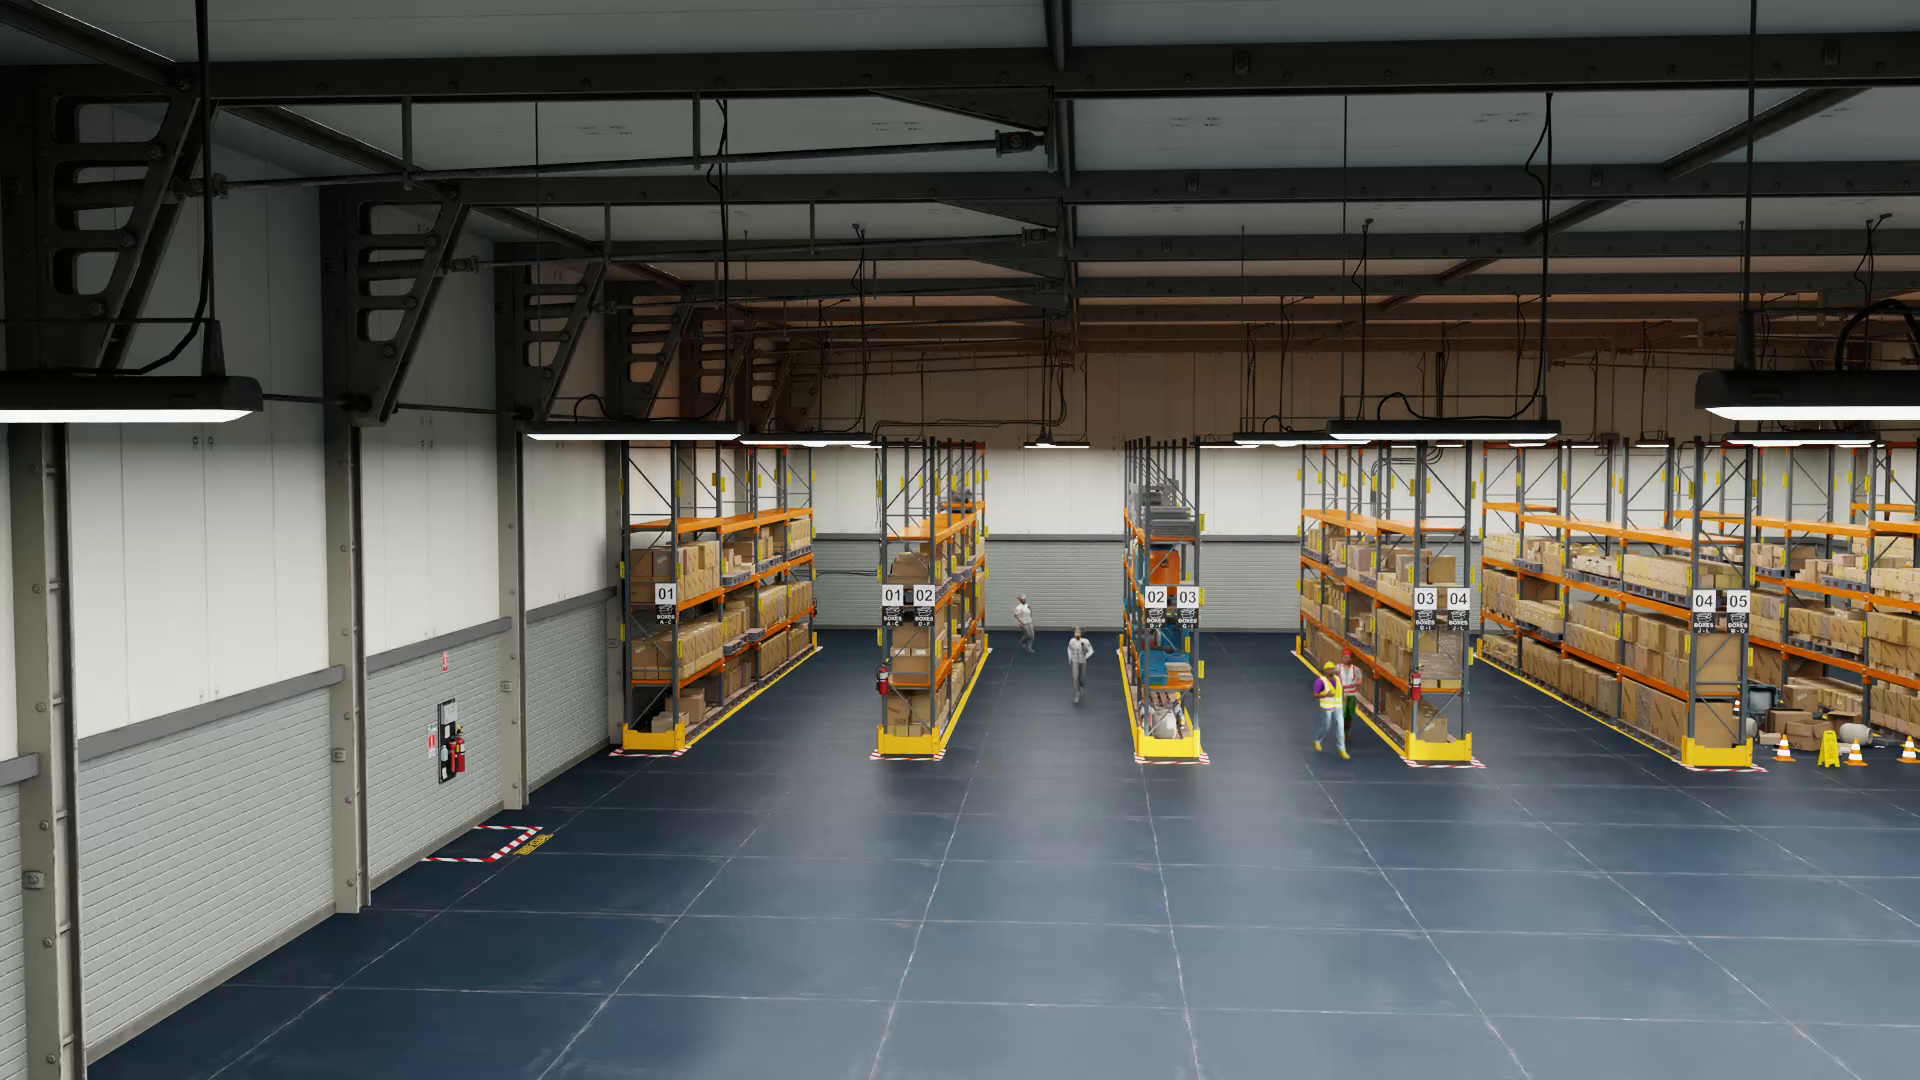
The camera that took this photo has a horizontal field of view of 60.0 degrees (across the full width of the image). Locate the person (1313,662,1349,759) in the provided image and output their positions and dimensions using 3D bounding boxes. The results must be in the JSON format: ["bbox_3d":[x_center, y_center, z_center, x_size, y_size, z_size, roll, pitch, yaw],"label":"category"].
[{"bbox_3d":[6.985,3.159,31.206,0.707,1.742,1.027,-1,3,-12],"label":"person"}]

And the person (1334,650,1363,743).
[{"bbox_3d":[7.586,3.081,32.702,0.644,1.830,0.752,0,3,1],"label":"person"}]

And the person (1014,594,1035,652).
[{"bbox_3d":[1.864,2.378,47.482,0.609,1.661,0.501,-3,4,-43],"label":"person"}]

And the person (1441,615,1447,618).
[{"bbox_3d":[13.245,2.419,46.481,0.703,1.667,0.603,3,4,45],"label":"person"}]

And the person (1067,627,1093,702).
[{"bbox_3d":[2.766,2.834,38.280,0.615,1.721,0.794,1,3,12],"label":"person"}]
